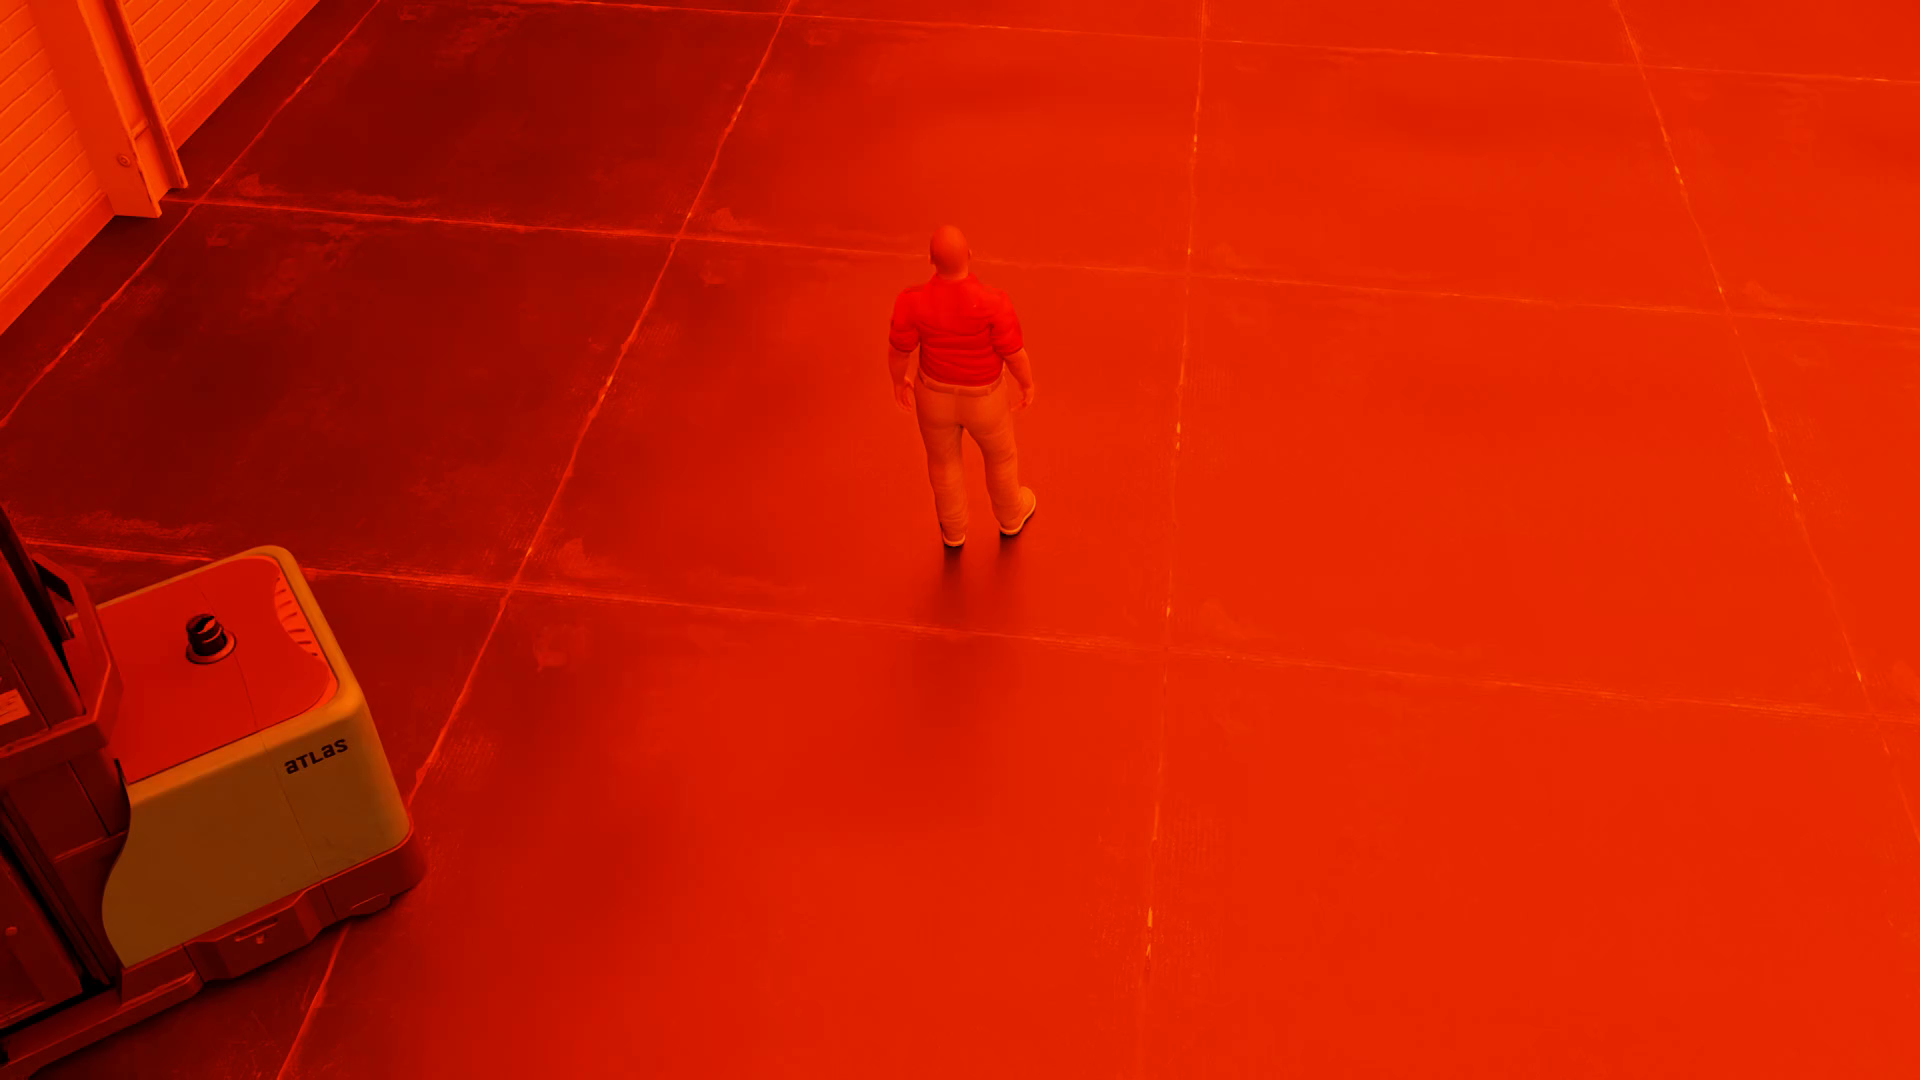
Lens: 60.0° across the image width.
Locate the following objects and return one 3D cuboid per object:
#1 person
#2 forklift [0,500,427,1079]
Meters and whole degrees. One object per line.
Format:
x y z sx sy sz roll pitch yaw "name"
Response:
0.024 -0.702 7.365 0.641 1.727 0.550 5 43 6 "person"
-3.570 0.522 5.157 3.031 2.935 1.130 -24 48 -24 "forklift"
